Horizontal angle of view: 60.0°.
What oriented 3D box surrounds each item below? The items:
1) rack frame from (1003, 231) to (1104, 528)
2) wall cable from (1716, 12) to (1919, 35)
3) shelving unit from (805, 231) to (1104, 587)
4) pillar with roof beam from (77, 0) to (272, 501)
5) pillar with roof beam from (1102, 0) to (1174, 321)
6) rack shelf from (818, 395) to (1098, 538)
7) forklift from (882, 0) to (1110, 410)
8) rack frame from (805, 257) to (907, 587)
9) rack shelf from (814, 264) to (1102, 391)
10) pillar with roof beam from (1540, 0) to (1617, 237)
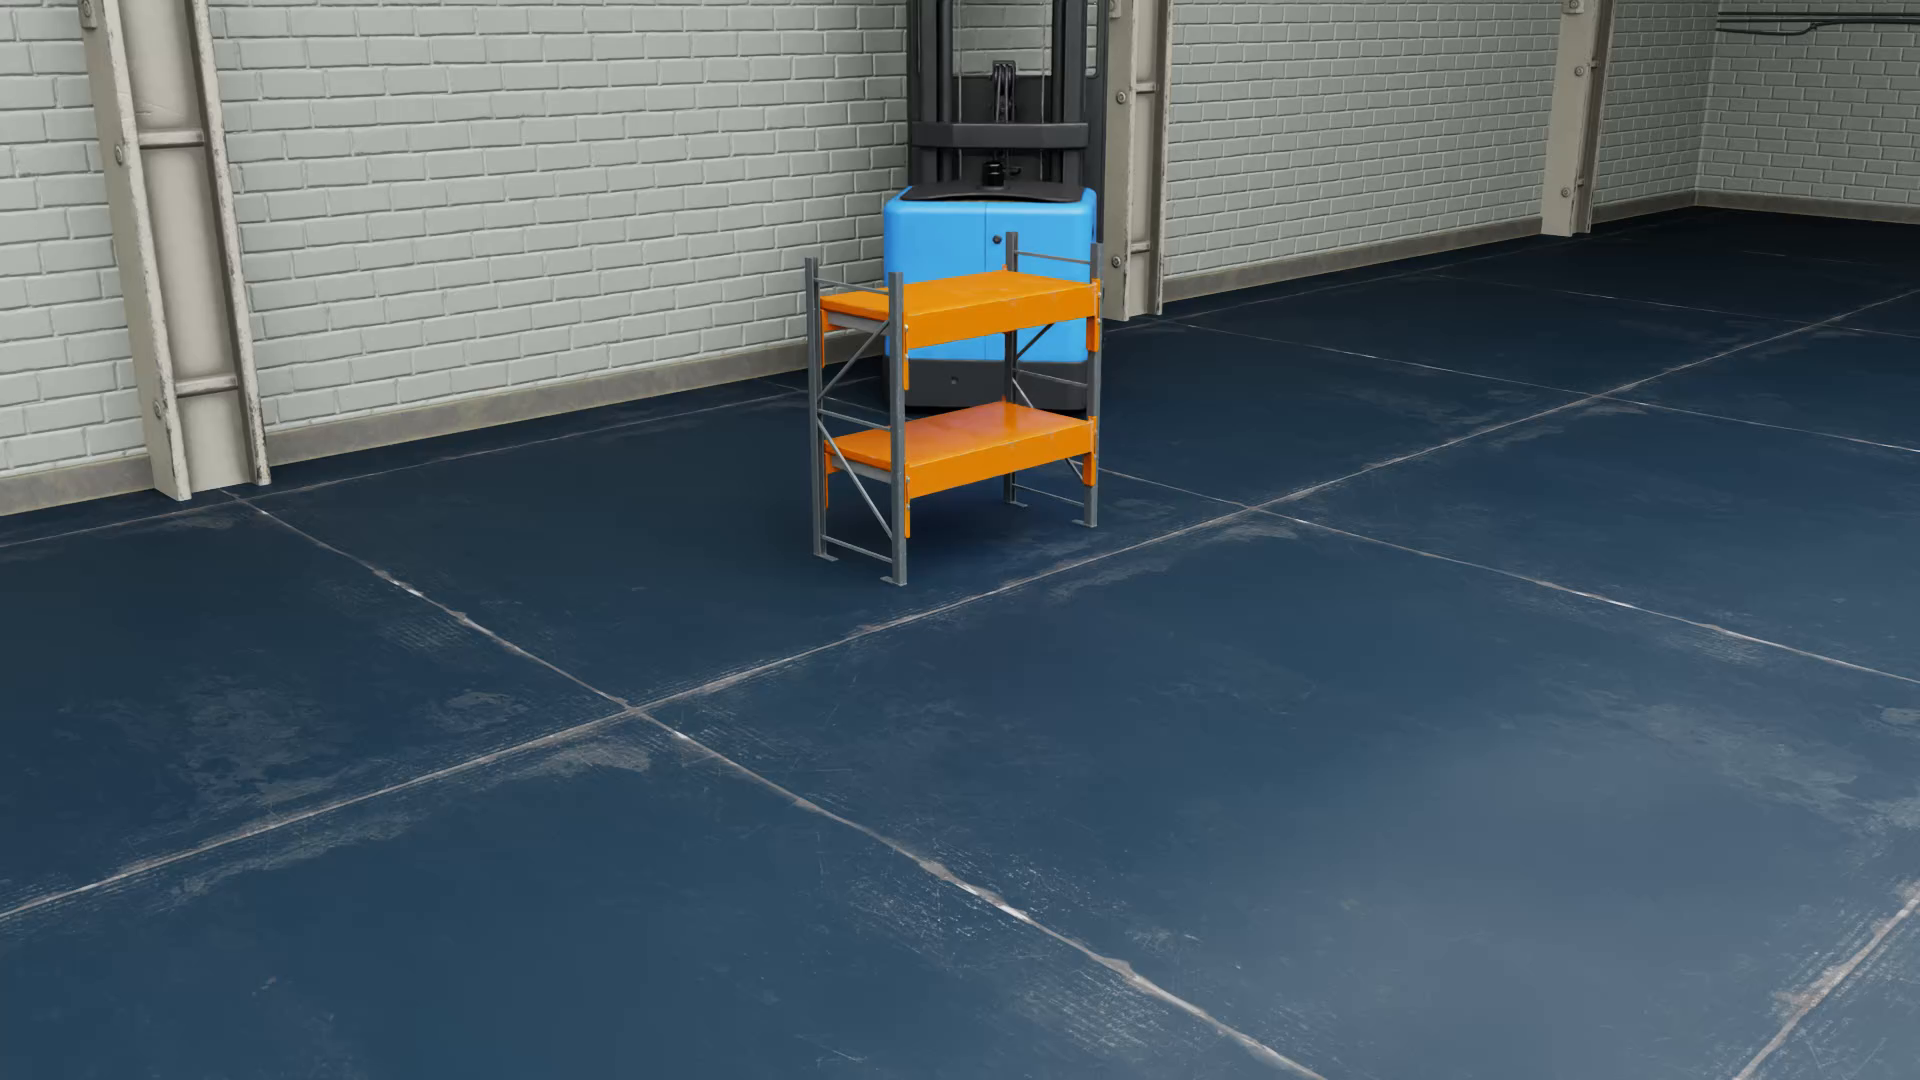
[{"bbox_3d":[0.364,-0.641,6.639,0.032,1.125,0.500,-16,24,-41],"label":"rack frame"},{"bbox_3d":[8.521,-5.914,15.169,0.112,2.526,3.097,-16,24,-41],"label":"wall cable"},{"bbox_3d":[-0.005,-0.534,6.307,1.048,1.125,0.538,-16,24,-41],"label":"shelving unit"},{"bbox_3d":[-0.290,-3.555,2.860,0.400,9.000,9.100,-16,24,-41],"label":"pillar with roof beam"},{"bbox_3d":[4.070,-4.827,6.781,0.400,9.000,9.100,-16,24,-41],"label":"pillar with roof beam"},{"bbox_3d":[-0.005,-0.301,6.382,1.000,0.278,0.538,-16,24,-41],"label":"rack shelf"},{"bbox_3d":[0.281,-2.446,9.277,1.130,2.935,3.031,2,18,6],"label":"forklift"},{"bbox_3d":[-0.374,-0.426,5.975,0.032,1.125,0.500,-16,24,-41],"label":"rack frame"},{"bbox_3d":[-0.005,-0.812,6.217,1.000,0.278,0.538,-16,24,-41],"label":"rack shelf"},{"bbox_3d":[8.430,-6.098,10.703,0.400,9.000,9.100,-16,24,-41],"label":"pillar with roof beam"}]
